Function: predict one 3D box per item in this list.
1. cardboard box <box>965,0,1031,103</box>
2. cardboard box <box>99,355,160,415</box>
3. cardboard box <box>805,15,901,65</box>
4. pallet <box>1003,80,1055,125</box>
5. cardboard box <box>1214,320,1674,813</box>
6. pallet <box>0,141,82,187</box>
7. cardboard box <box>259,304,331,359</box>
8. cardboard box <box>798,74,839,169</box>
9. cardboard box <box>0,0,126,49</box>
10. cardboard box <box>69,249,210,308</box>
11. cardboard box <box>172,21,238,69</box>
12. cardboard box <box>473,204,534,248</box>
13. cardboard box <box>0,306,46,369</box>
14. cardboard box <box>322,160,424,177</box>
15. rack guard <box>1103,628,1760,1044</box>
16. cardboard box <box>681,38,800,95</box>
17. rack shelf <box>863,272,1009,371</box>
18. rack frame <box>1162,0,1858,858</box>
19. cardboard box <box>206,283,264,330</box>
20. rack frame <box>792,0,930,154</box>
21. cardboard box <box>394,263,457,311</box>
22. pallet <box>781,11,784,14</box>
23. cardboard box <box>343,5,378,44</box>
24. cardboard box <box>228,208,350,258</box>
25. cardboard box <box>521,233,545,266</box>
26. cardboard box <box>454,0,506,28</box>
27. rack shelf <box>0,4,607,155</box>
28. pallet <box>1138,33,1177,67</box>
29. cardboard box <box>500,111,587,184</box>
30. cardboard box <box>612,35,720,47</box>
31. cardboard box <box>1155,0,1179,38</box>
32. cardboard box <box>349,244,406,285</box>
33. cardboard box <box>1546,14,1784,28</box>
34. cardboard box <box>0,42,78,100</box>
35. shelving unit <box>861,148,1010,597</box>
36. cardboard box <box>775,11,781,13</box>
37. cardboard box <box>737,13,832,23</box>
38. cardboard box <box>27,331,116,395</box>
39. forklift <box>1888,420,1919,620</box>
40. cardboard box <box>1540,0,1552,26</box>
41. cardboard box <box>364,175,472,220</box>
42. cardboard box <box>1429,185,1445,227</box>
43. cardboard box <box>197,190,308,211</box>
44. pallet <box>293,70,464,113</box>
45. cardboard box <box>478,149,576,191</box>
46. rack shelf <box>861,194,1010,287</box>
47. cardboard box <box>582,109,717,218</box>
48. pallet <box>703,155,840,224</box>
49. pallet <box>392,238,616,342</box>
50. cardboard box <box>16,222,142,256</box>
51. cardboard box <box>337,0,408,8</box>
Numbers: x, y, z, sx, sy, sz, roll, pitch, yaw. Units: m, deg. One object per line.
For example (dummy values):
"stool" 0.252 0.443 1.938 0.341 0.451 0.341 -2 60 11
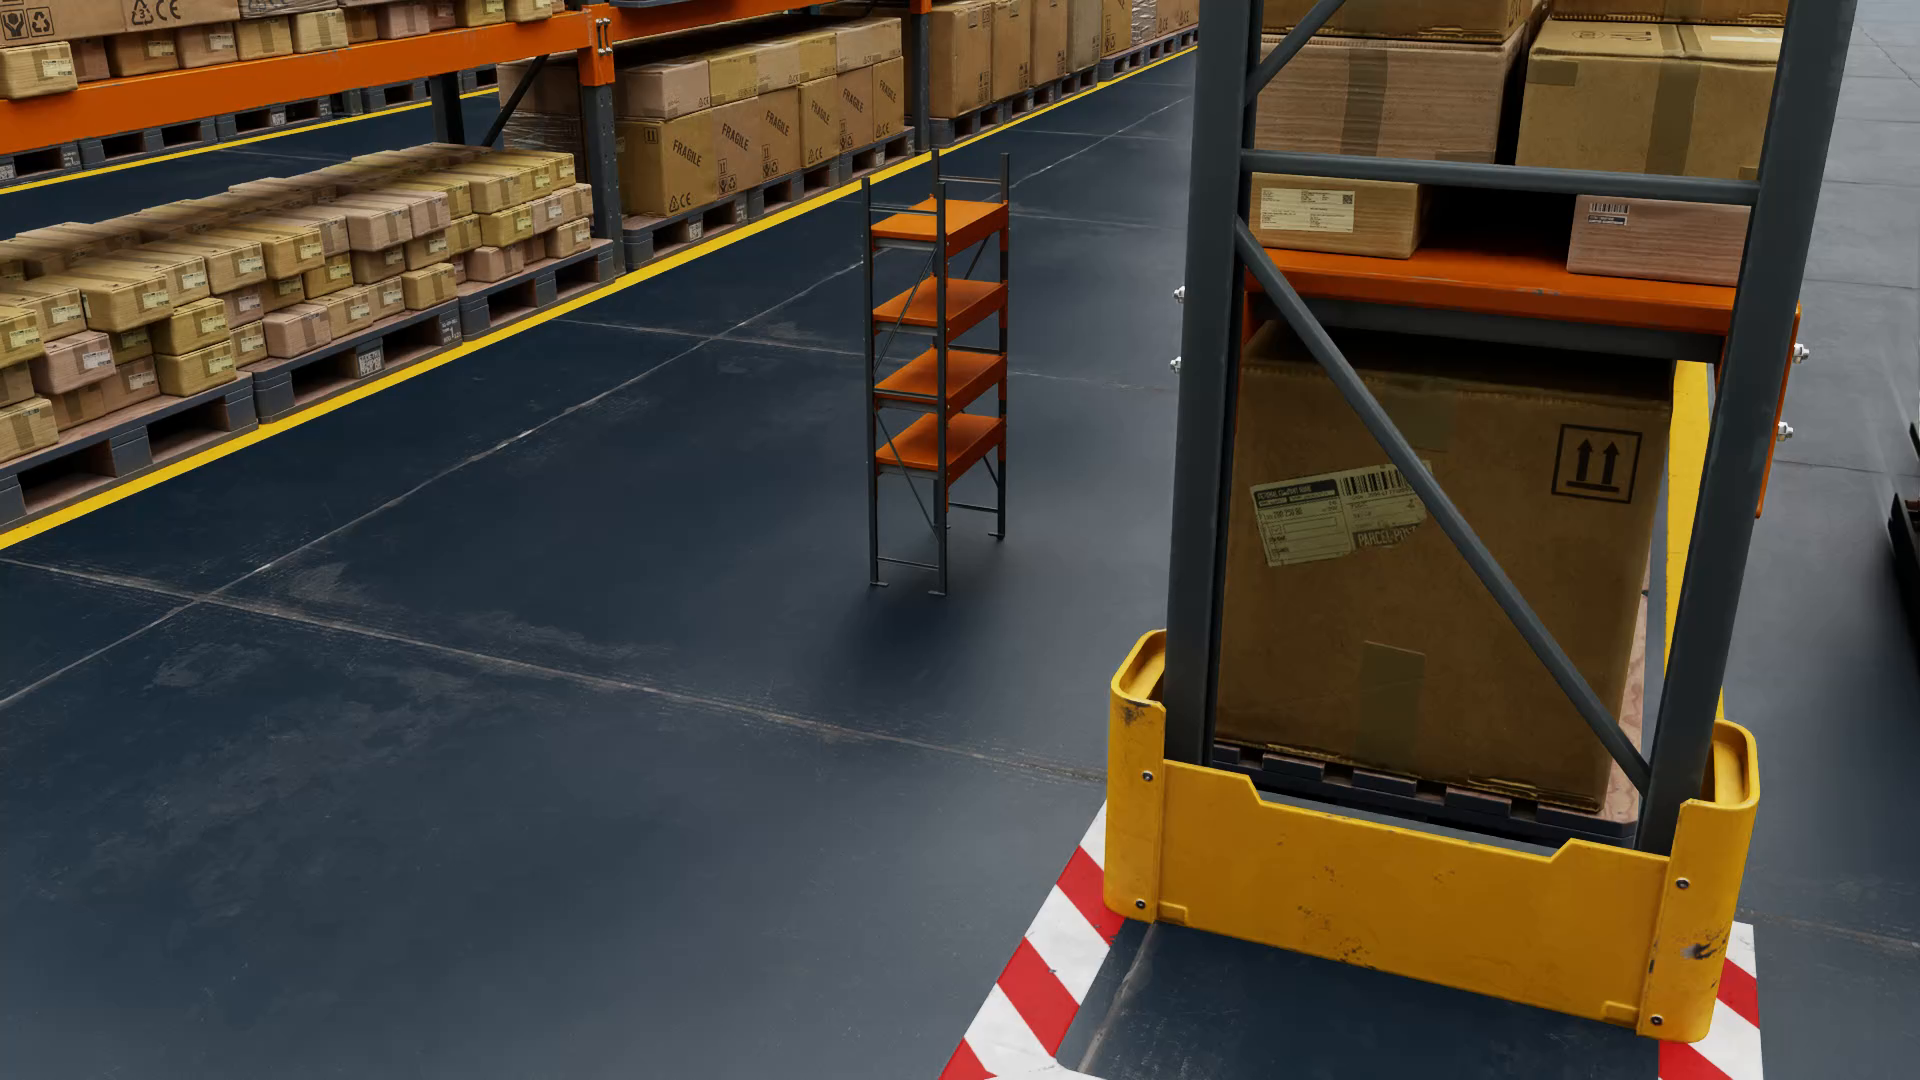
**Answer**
"cardboard box" -0.072 -3.891 13.049 1.050 0.750 0.750 9 24 21
"cardboard box" -3.076 -0.570 5.876 0.380 0.149 0.250 9 24 21
"cardboard box" -0.714 -3.322 11.035 0.500 0.250 0.500 8 24 19
"pallet" 0.115 -3.637 13.684 1.003 0.211 1.213 9 24 20
"cardboard box" 1.056 -0.062 3.719 0.875 0.875 0.875 9 24 20
"pallet" -6.605 -2.459 10.862 1.003 0.211 1.213 9 24 20
"cardboard box" -2.699 -0.827 6.493 0.380 0.149 0.250 8 24 17
"cardboard box" -1.082 -2.608 10.300 0.500 0.500 0.500 8 24 18
"cardboard box" -3.076 -1.854 5.282 0.500 0.500 0.500 9 24 20
"cardboard box" -2.946 -0.935 5.978 0.380 0.149 0.250 8 24 17
"cardboard box" -2.834 -1.783 5.954 0.380 0.149 0.250 8 24 19
"cardboard box" -2.183 -1.446 7.589 0.380 0.149 0.250 8 24 18
"cardboard box" -3.164 -0.646 5.287 0.380 0.149 0.250 8 24 18
"cardboard box" -2.715 -1.658 7.709 0.380 0.149 0.250 8 24 19
"rack guard" 0.884 0.554 3.276 1.175 0.500 0.348 9 24 20
"cardboard box" -1.280 -2.772 9.719 0.500 0.250 0.500 10 25 22
"rack shelf" -0.061 -0.639 4.817 0.258 0.148 0.480 9 24 20
"rack frame" 0.893 -0.608 2.815 1.000 3.000 0.127 9 24 20
"cardboard box" -2.872 -0.896 6.271 0.380 0.149 0.250 8 24 18
"rack frame" -0.703 -4.217 11.455 1.000 3.000 0.127 9 24 20
"cardboard box" -2.402 -1.105 7.157 0.380 0.149 0.250 9 24 20
"pallet" -2.728 -6.153 19.707 1.003 0.211 1.213 9 24 20
"cardboard box" -2.563 -2.066 6.630 0.380 0.149 0.250 8 24 19
"cardboard box" -2.689 -1.224 6.670 0.380 0.149 0.250 9 24 20
"cardboard box" -2.192 -1.394 7.850 0.380 0.149 0.250 9 24 22
"cardboard box" -2.227 -2.339 7.285 0.380 0.149 0.250 10 25 22
"rack shelf" -2.932 -1.738 6.453 1.077 0.370 4.000 9 24 20
"pallet" 1.590 -5.061 17.093 1.003 0.211 1.213 9 24 20
"cardboard box" -2.148 -2.127 9.149 0.500 0.500 0.500 8 24 19
"cardboard box" -1.760 -2.848 9.903 0.500 0.250 0.500 8 24 18
"cardboard box" 1.753 -5.726 17.279 0.875 0.875 0.875 8 24 19
"cardboard box" -2.562 -1.184 6.960 0.380 0.149 0.250 8 24 18
"cardboard box" 1.509 -0.996 3.552 0.500 0.250 0.500 8 24 19
"cardboard box" -3.044 -1.493 5.259 0.380 0.149 0.250 8 24 19
"shelving unit" -0.061 -0.494 4.877 0.258 1.200 0.503 9 24 20
"cardboard box" -2.189 -5.358 17.425 0.500 0.500 0.500 -12 25 -26
"cardboard box" -1.184 -3.392 11.203 0.500 0.250 0.500 8 24 18
"cardboard box" -3.087 -0.611 5.589 0.380 0.149 0.250 9 24 20
"forklift" 3.313 -1.152 4.204 1.130 2.935 3.031 9 24 21
"cardboard box" 1.204 -1.251 4.163 0.500 0.250 0.500 8 24 18
"cardboard box" -2.392 -1.505 7.344 0.380 0.149 0.250 10 25 22
"cardboard box" 0.815 -0.760 3.504 0.380 0.149 0.250 9 24 21
"cardboard box" -2.985 -1.372 7.026 0.380 0.149 0.250 8 24 18
"pallet" -5.045 -3.883 14.271 1.003 0.211 1.213 9 24 20
"cardboard box" -2.079 -1.774 7.988 0.380 0.149 0.250 9 24 22
"rack shelf" -0.062 -0.857 4.725 0.258 0.148 0.480 9 24 20
"cardboard box" -1.668 -2.053 8.971 0.500 0.500 0.500 10 25 22
"pallet" -1.449 -2.216 10.282 1.003 0.211 1.213 9 24 20
"pallet" -2.405 -1.254 7.978 1.003 0.211 1.213 9 24 20
"cardboard box" -3.385 -1.113 6.406 0.380 0.149 0.250 10 25 22
"cardboard box" -2.486 -2.392 6.570 0.500 0.500 0.500 9 24 20
